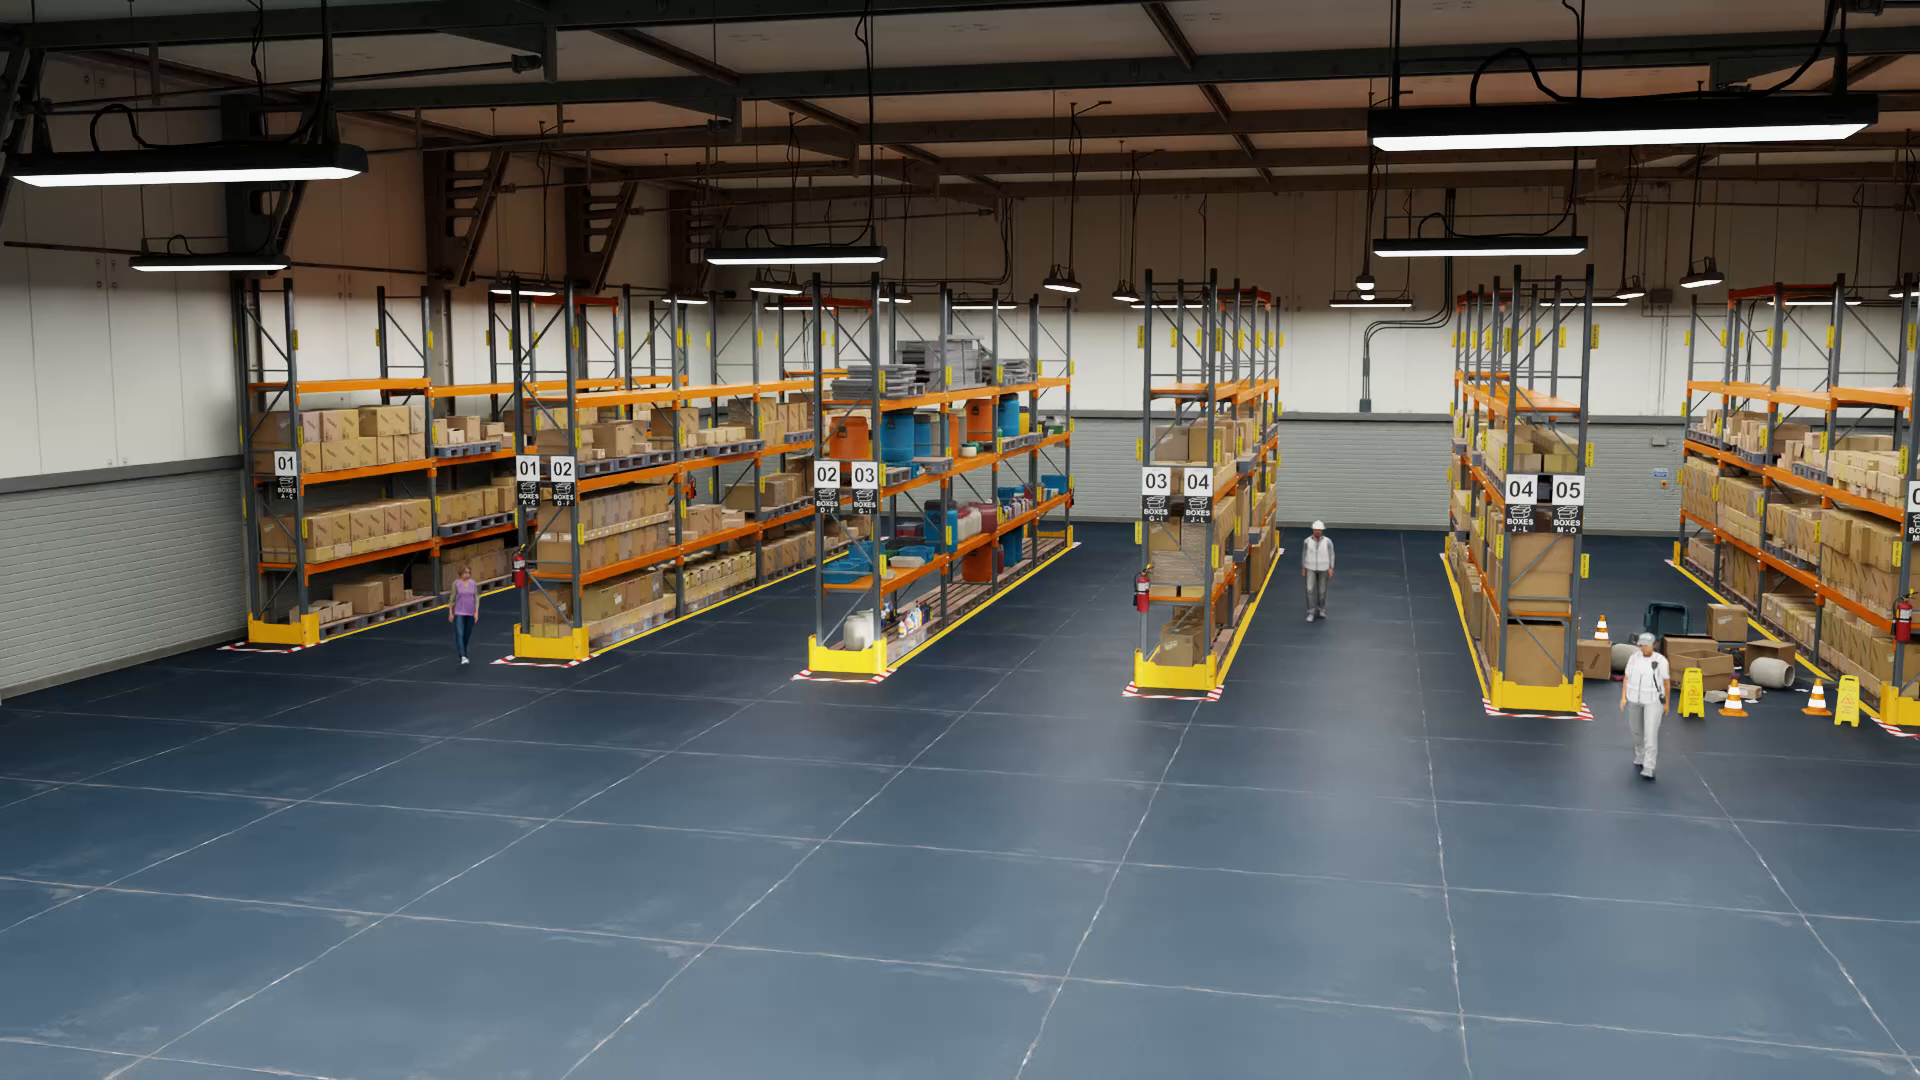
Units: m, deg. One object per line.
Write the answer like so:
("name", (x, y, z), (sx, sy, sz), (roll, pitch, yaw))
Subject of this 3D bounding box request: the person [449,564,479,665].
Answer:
("person", (-7.627, 1.150, 25.642), (0.455, 1.547, 0.956), (-5, 9, -37))

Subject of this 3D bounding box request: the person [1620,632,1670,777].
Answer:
("person", (7.974, 1.886, 19.340), (0.848, 1.641, 0.516), (-7, 10, -44))

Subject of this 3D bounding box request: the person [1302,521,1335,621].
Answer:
("person", (6.445, 0.550, 29.950), (0.589, 1.802, 0.650), (2, 7, 16))
